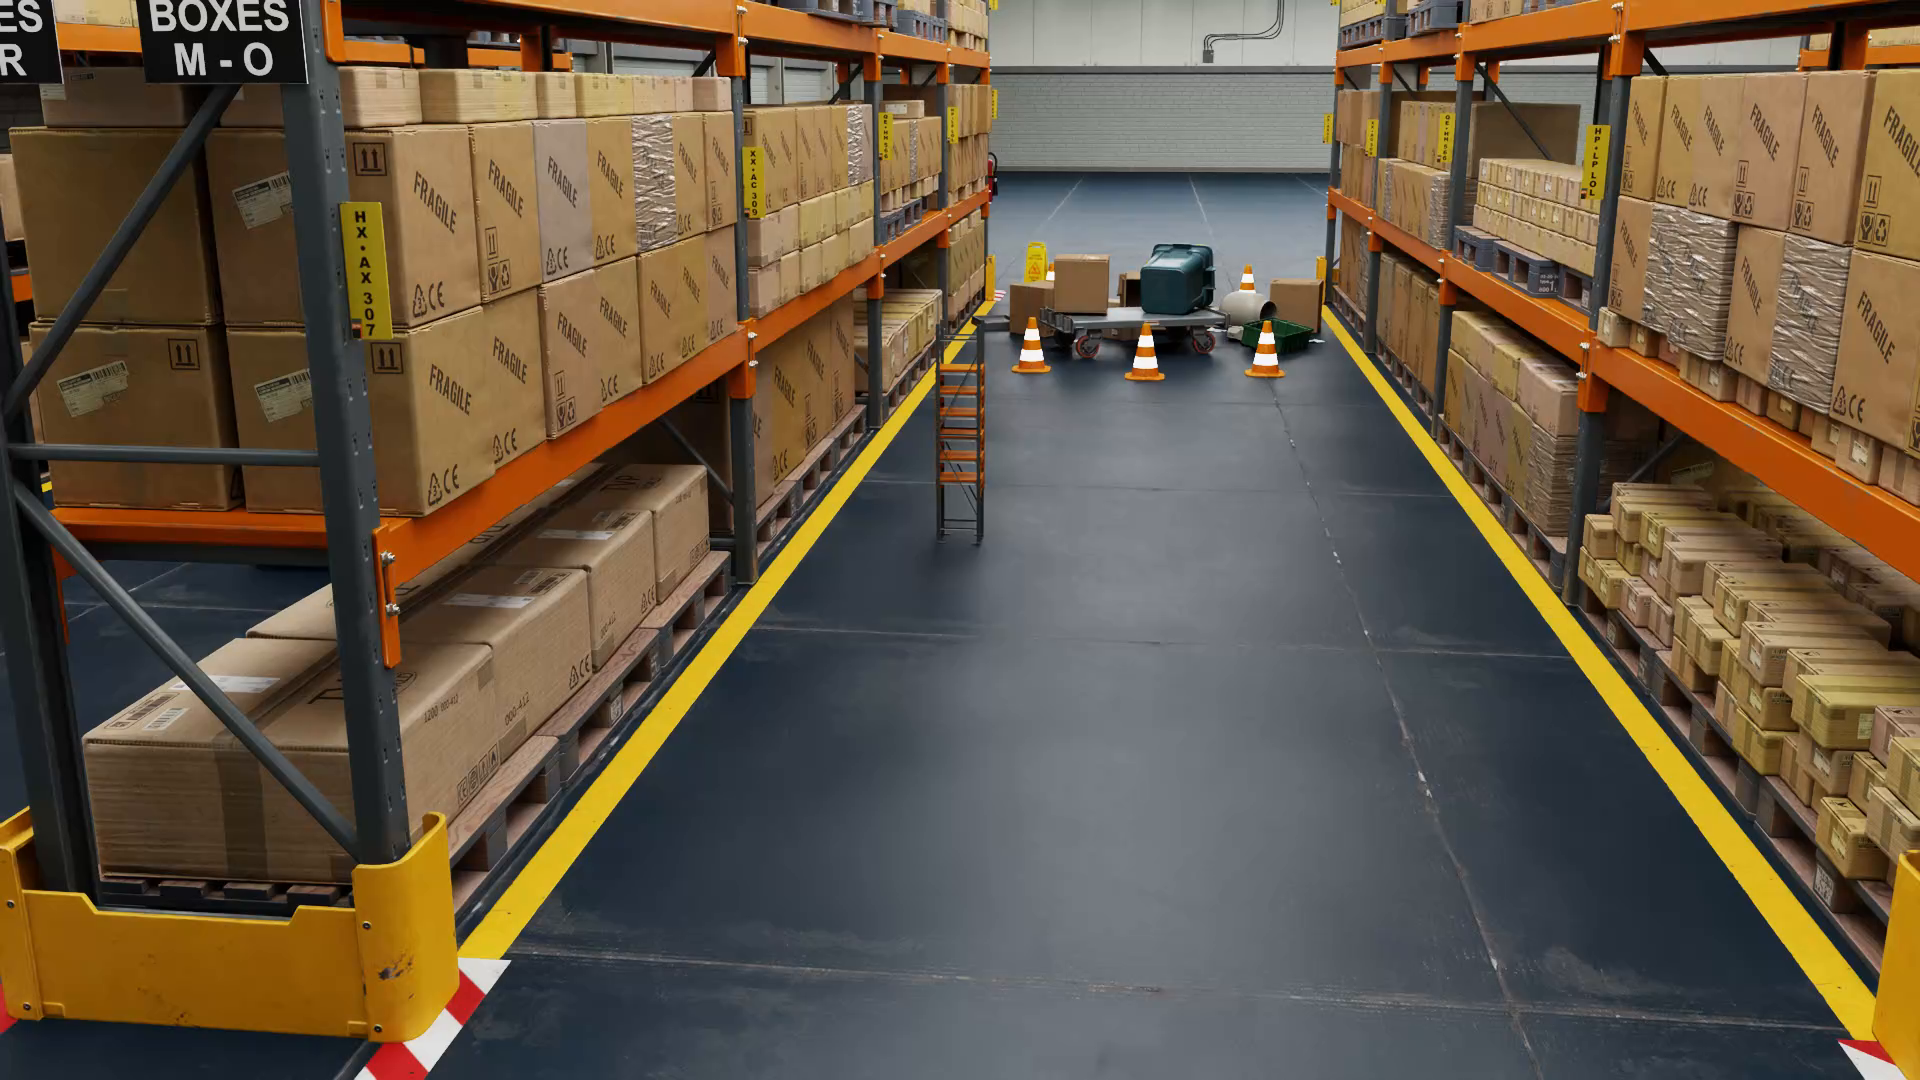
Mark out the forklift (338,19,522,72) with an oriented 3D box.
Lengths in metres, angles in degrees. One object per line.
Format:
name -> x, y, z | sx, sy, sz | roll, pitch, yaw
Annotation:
forklift -> -3.007, -1.628, 9.568 | 1.130, 2.935, 3.031 | 2, 15, 6

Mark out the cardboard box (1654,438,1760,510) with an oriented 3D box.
cardboard box -> 3.755, -0.303, 8.521 | 0.500, 0.500, 0.500 | 2, 15, 8

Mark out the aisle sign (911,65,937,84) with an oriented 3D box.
aisle sign -> -0.469, -5.635, 19.276 | 0.394, 0.787, 0.004 | 2, 15, 6

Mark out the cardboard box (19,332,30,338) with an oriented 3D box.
cardboard box -> -5.984, -1.256, 10.803 | 0.380, 0.149, 0.250 | 1, 15, 4

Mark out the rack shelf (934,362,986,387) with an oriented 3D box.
rack shelf -> 0.002, -0.888, 8.937 | 0.258, 0.103, 0.180 | 2, 15, 6

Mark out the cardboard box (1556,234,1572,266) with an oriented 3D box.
cardboard box -> 3.344, -1.511, 8.679 | 0.380, 0.149, 0.250 | 1, 15, 3

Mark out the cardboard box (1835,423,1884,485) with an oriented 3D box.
cardboard box -> 2.797, -0.253, 4.833 | 0.380, 0.149, 0.250 | 2, 15, 8

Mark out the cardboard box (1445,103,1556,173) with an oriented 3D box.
cardboard box -> 3.976, -2.939, 12.178 | 0.700, 0.500, 0.500 | 1, 15, 5

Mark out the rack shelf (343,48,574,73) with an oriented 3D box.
rack shelf -> -5.326, -5.082, 17.843 | 1.077, 0.370, 4.000 | 2, 15, 6

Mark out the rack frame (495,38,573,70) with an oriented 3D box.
rack frame -> -5.100, -4.500, 20.059 | 1.000, 3.000, 0.127 | 2, 15, 6

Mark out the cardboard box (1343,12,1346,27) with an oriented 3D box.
cardboard box -> 4.377, -5.668, 18.115 | 0.380, 0.149, 0.250 | 2, 15, 7

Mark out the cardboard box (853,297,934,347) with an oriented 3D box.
cardboard box -> -0.753, -1.929, 14.780 | 0.950, 0.372, 0.625 | 3, 15, 10

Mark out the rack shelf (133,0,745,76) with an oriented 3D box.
rack shelf -> -1.747, -1.825, 5.796 | 1.077, 0.370, 4.000 | 2, 15, 6

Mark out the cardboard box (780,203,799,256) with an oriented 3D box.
cardboard box -> -1.161, -1.654, 8.861 | 0.500, 0.250, 0.500 | 2, 15, 7

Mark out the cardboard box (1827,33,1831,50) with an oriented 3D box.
cardboard box -> 9.316, -5.188, 17.141 | 0.500, 0.250, 0.500 | 1, 15, 5

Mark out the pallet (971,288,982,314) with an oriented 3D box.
pallet -> -0.303, -2.780, 19.038 | 1.003, 0.211, 1.213 | 2, 15, 6

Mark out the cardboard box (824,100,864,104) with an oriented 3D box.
cardboard box -> -1.023, -3.914, 15.081 | 0.380, 0.149, 0.250 | 2, 15, 6

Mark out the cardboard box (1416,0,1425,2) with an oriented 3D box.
cardboard box -> 3.778, -4.367, 12.632 | 0.500, 0.500, 0.500 | 2, 15, 6

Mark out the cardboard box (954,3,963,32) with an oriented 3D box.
cardboard box -> -0.248, -5.077, 16.163 | 0.500, 0.250, 0.500 | 2, 15, 6

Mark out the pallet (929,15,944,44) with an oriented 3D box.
pallet -> -0.794, -4.518, 14.738 | 1.213, 0.211, 1.003 | 2, 15, 6

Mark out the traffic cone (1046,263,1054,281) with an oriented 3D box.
traffic cone -> 1.066, -2.981, 19.300 | 0.336, 0.463, 0.334 | 2, 15, 6

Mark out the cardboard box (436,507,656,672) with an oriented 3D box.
cardboard box -> -1.799, 0.183, 6.842 | 0.875, 0.438, 0.875 | 1, 15, 5

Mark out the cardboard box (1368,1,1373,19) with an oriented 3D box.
cardboard box -> 4.119, -5.079, 15.936 | 0.380, 0.149, 0.250 | 2, 15, 6

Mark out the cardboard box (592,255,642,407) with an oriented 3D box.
cardboard box -> -1.489, -0.764, 6.048 | 0.500, 0.500, 0.500 | 2, 15, 8

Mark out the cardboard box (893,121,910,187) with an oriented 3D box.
cardboard box -> -0.684, -3.058, 13.159 | 0.500, 0.500, 0.500 | 2, 15, 7

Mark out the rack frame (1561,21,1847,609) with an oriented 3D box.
rack frame -> 3.408, -1.123, 7.570 | 1.000, 3.000, 0.127 | 2, 15, 6

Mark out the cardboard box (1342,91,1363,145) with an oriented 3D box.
cardboard box -> 4.513, -4.448, 17.508 | 0.875, 0.550, 0.550 | 2, 15, 6

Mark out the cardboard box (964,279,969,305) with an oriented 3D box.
cardboard box -> -0.178, -2.615, 17.548 | 0.500, 0.250, 0.500 | 1, 15, 6

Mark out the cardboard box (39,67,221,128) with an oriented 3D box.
cardboard box -> -2.131, -1.149, 4.313 | 0.380, 0.149, 0.250 | 2, 15, 7

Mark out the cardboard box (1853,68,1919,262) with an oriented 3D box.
cardboard box -> 2.819, -1.018, 4.503 | 0.500, 0.500, 0.500 | 1, 15, 4

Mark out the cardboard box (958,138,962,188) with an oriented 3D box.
cardboard box -> -0.259, -3.746, 16.509 | 0.500, 0.500, 0.500 | 2, 15, 6

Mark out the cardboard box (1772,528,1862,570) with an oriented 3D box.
cardboard box -> 3.510, 0.060, 6.711 | 0.380, 0.149, 0.250 | 2, 15, 8

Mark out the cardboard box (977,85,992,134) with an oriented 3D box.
cardboard box -> -0.028, -4.624, 17.841 | 0.700, 0.500, 0.500 | 2, 15, 6

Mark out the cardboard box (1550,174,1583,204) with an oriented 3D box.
cardboard box -> 3.381, -1.870, 8.869 | 0.380, 0.149, 0.250 | 1, 15, 4

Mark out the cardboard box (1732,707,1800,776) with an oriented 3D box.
cardboard box -> 2.834, 0.677, 5.569 | 0.380, 0.149, 0.250 | 1, 15, 4

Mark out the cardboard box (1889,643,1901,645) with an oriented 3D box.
cardboard box -> 3.400, 0.404, 6.009 | 0.380, 0.149, 0.250 | 2, 15, 9

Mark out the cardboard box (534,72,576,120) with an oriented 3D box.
cardboard box -> -1.497, -1.470, 5.500 | 0.380, 0.149, 0.250 | 2, 15, 7

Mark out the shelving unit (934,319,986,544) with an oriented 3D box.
shelving unit -> 0.002, -0.583, 9.019 | 0.258, 1.200, 0.189 | 2, 15, 6

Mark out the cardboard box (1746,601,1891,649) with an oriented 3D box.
cardboard box -> 2.960, 0.320, 5.751 | 0.380, 0.149, 0.250 | 1, 15, 4

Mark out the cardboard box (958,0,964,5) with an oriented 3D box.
cardboard box -> -0.164, -5.305, 16.243 | 0.380, 0.149, 0.250 | 2, 15, 6

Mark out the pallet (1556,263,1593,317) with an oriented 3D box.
pallet -> 3.639, -1.225, 8.312 | 1.003, 0.211, 1.213 | 2, 15, 6

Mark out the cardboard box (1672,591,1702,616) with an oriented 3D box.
cardboard box -> 3.031, 0.264, 6.526 | 0.380, 0.149, 0.250 | 2, 15, 9

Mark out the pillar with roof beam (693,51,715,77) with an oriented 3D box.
pillar with roof beam -> -0.442, -10.228, 29.748 | 9.100, 9.000, 0.400 | 2, 15, 6

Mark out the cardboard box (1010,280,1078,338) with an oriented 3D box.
cardboard box -> 0.854, -2.350, 16.891 | 0.500, 0.500, 0.500 | -14, 20, -42

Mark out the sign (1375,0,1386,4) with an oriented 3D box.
sign -> 3.759, -4.950, 14.833 | 0.100, 0.325, 0.005 | 2, 15, 6

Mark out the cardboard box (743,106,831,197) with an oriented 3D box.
cardboard box -> -1.045, -2.277, 9.728 | 0.500, 0.500, 0.500 | 1, 15, 5

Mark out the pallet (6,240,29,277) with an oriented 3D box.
pallet -> -6.217, -1.828, 10.545 | 1.003, 0.211, 1.213 | 2, 15, 6

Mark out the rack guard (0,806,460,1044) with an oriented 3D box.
rack guard -> -1.976, 1.007, 4.479 | 1.175, 0.500, 0.348 | 2, 15, 6

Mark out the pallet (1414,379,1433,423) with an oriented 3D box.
pallet -> 4.023, -1.017, 12.518 | 1.003, 0.211, 1.213 | 2, 15, 6

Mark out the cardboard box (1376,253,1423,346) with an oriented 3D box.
cardboard box -> 4.330, -2.151, 14.877 | 1.050, 0.750, 0.750 | 2, 15, 6

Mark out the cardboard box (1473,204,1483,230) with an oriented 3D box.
cardboard box -> 3.609, -2.132, 10.977 | 0.380, 0.149, 0.250 | 1, 15, 5

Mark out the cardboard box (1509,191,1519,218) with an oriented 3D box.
cardboard box -> 3.493, -1.997, 9.906 | 0.380, 0.149, 0.250 | 2, 15, 6

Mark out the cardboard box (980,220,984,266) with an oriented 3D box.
cardboard box -> 0.001, -3.377, 18.931 | 0.500, 0.500, 0.500 | 2, 15, 7

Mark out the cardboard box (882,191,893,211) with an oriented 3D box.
cardboard box -> -0.707, -2.583, 12.643 | 0.380, 0.149, 0.250 | 1, 15, 3

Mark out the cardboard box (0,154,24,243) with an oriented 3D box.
cardboard box -> -6.030, -2.096, 10.170 | 0.700, 0.500, 0.500 | 2, 15, 6

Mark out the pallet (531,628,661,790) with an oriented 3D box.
pallet -> -1.820, 0.615, 6.482 | 1.003, 0.211, 1.213 | 2, 15, 6

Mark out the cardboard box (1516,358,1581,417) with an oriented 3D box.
cardboard box -> 3.312, -0.815, 8.977 | 0.500, 0.250, 0.500 | 2, 15, 9

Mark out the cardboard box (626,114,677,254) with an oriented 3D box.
cardboard box -> -1.414, -1.380, 6.411 | 0.500, 0.500, 0.500 | 2, 15, 7

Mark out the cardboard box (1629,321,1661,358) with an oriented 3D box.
cardboard box -> 3.096, -0.869, 7.111 | 0.380, 0.149, 0.250 | 2, 15, 8
